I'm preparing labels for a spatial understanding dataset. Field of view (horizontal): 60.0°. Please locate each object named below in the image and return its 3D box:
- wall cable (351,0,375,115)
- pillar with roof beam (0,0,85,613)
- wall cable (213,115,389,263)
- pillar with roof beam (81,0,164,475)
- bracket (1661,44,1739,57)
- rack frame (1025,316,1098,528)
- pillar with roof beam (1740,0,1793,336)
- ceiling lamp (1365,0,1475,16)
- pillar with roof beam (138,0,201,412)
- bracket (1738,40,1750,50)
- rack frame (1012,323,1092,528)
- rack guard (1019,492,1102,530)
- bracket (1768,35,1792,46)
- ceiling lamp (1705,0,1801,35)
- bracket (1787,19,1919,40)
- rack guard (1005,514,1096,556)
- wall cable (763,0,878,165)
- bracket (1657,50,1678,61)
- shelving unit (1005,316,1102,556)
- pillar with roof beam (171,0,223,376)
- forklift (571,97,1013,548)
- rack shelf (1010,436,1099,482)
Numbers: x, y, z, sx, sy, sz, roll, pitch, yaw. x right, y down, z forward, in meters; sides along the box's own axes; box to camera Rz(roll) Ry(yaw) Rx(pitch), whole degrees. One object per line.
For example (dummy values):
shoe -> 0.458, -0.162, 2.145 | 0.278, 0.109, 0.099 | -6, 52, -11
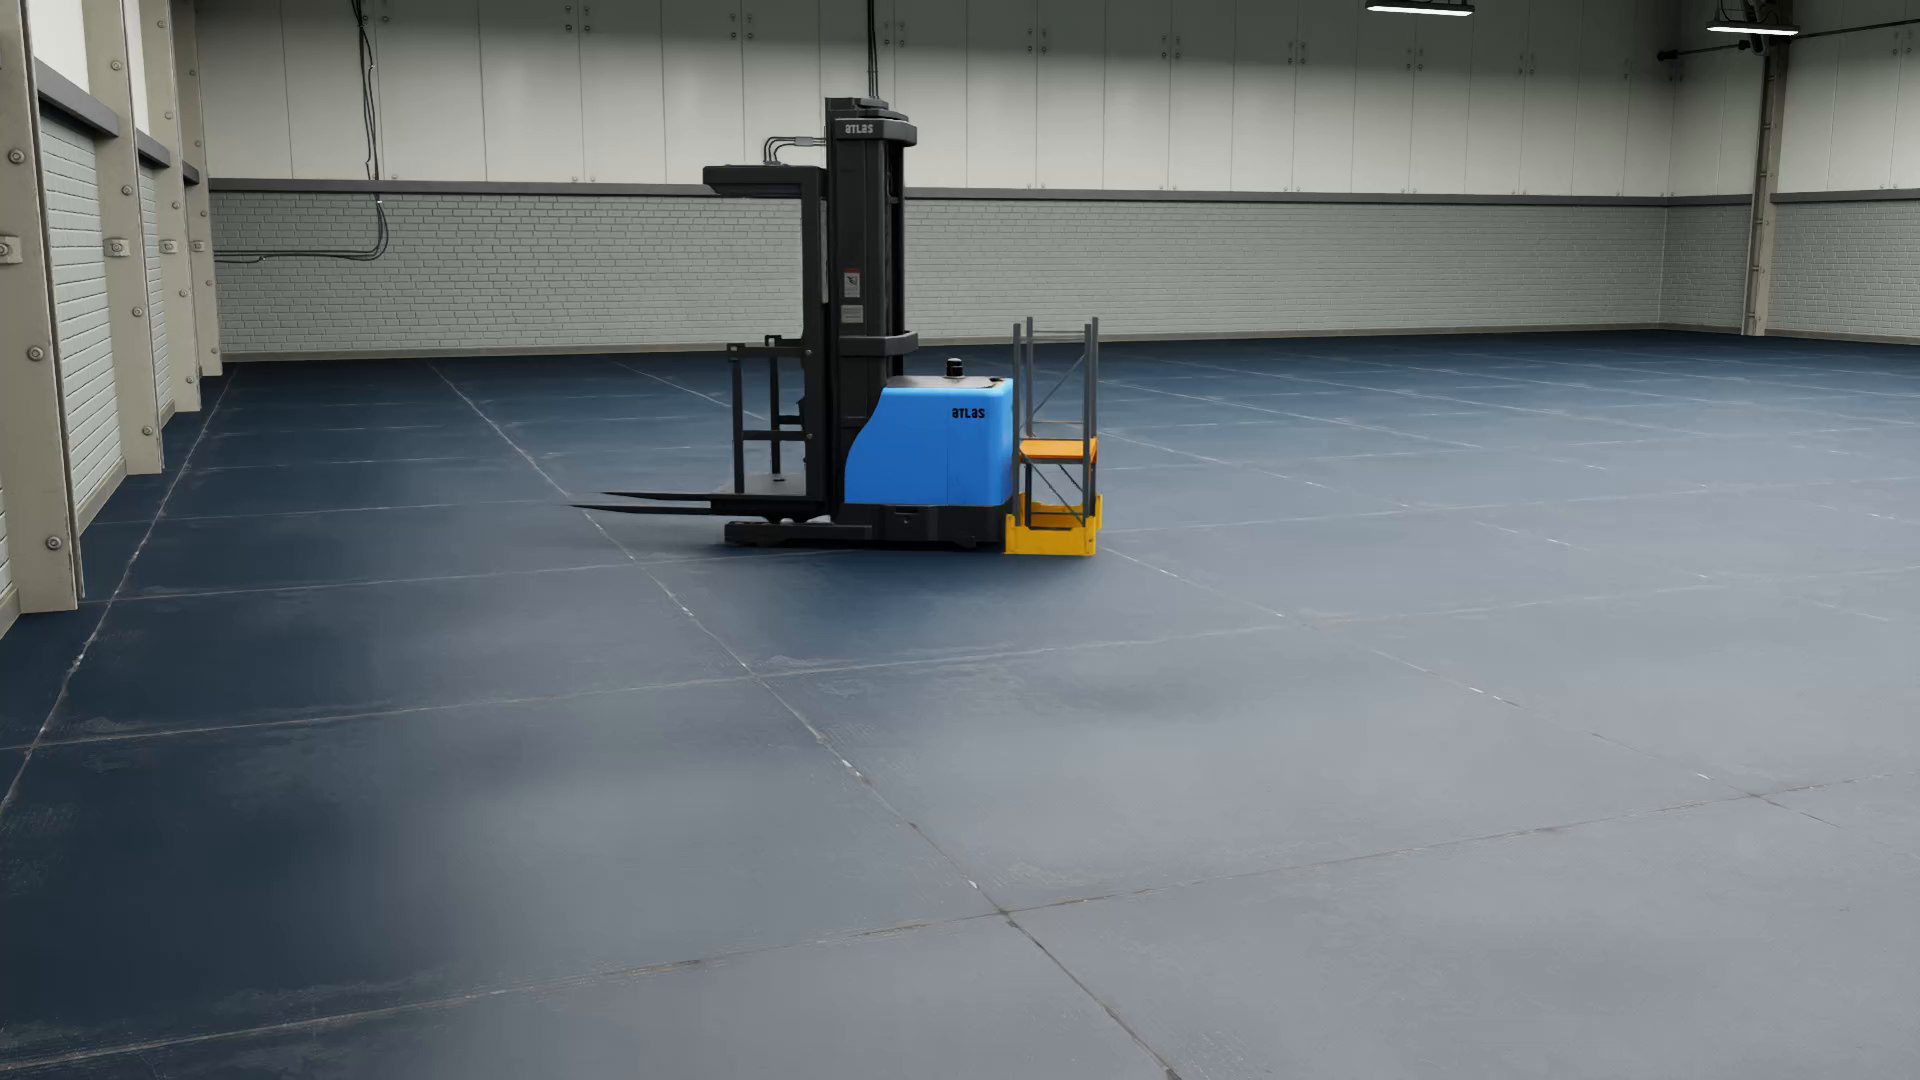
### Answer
wall cable -> -8.966, -8.698, 29.071 | 3.097, 2.526, 0.112 | -4, 11, -21
pillar with roof beam -> -1.117, -4.339, 10.120 | 9.100, 9.000, 0.400 | -4, 11, -21
wall cable -> -11.488, -6.040, 28.548 | 3.097, 2.526, 0.112 | -4, 11, -21
pillar with roof beam -> -3.292, -5.319, 15.625 | 9.100, 9.000, 0.400 | -4, 11, -21
bracket -> 16.580, -11.111, 37.911 | 0.076, 0.066, 3.189 | -4, 11, -21
rack frame -> 0.717, -0.824, 11.772 | 0.500, 1.500, 0.032 | 1, 10, 7
pillar with roof beam -> 13.694, -8.730, 34.803 | 9.100, 9.000, 0.548 | -4, 11, -21
ceiling lamp -> 7.642, -10.466, 27.894 | 2.000, 3.185, 0.800 | -4, 11, -21
pillar with roof beam -> -5.466, -6.298, 21.131 | 9.100, 9.000, 0.400 | -4, 11, -21
bracket -> 17.225, -10.821, 36.278 | 0.235, 0.232, 0.430 | -4, 11, -21
rack frame -> 0.593, -0.648, 10.778 | 0.500, 1.500, 0.032 | 1, 10, 7
rack guard -> 0.715, -0.206, 11.862 | 0.587, 0.250, 0.087 | 1, 10, 7
bracket -> 17.526, -10.685, 35.517 | 0.235, 0.232, 0.430 | -4, 11, -21
ceiling lamp -> 14.483, -10.932, 30.513 | 2.000, 3.185, 0.800 | -4, 11, -21
bracket -> 18.460, -10.265, 33.152 | 0.076, 0.066, 4.783 | -4, 11, -21
rack guard -> 0.593, -0.033, 10.889 | 0.587, 0.250, 0.087 | 1, 10, 7
wall cable -> -2.634, -9.843, 31.351 | 2.305, 6.003, 0.169 | -4, 11, -21
bracket -> 16.366, -11.207, 38.453 | 0.235, 0.232, 0.430 | -4, 11, -21
shelving unit -> 0.654, -0.734, 11.266 | 0.587, 1.500, 1.083 | 1, 10, 7
pillar with roof beam -> -7.640, -7.277, 26.637 | 9.100, 9.000, 0.548 | -4, 11, -21
forklift -> -1.143, -1.482, 11.384 | 3.031, 2.935, 1.130 | 1, 10, 8
rack shelf -> 0.655, -0.559, 11.307 | 0.538, 0.185, 1.000 | 1, 10, 7
